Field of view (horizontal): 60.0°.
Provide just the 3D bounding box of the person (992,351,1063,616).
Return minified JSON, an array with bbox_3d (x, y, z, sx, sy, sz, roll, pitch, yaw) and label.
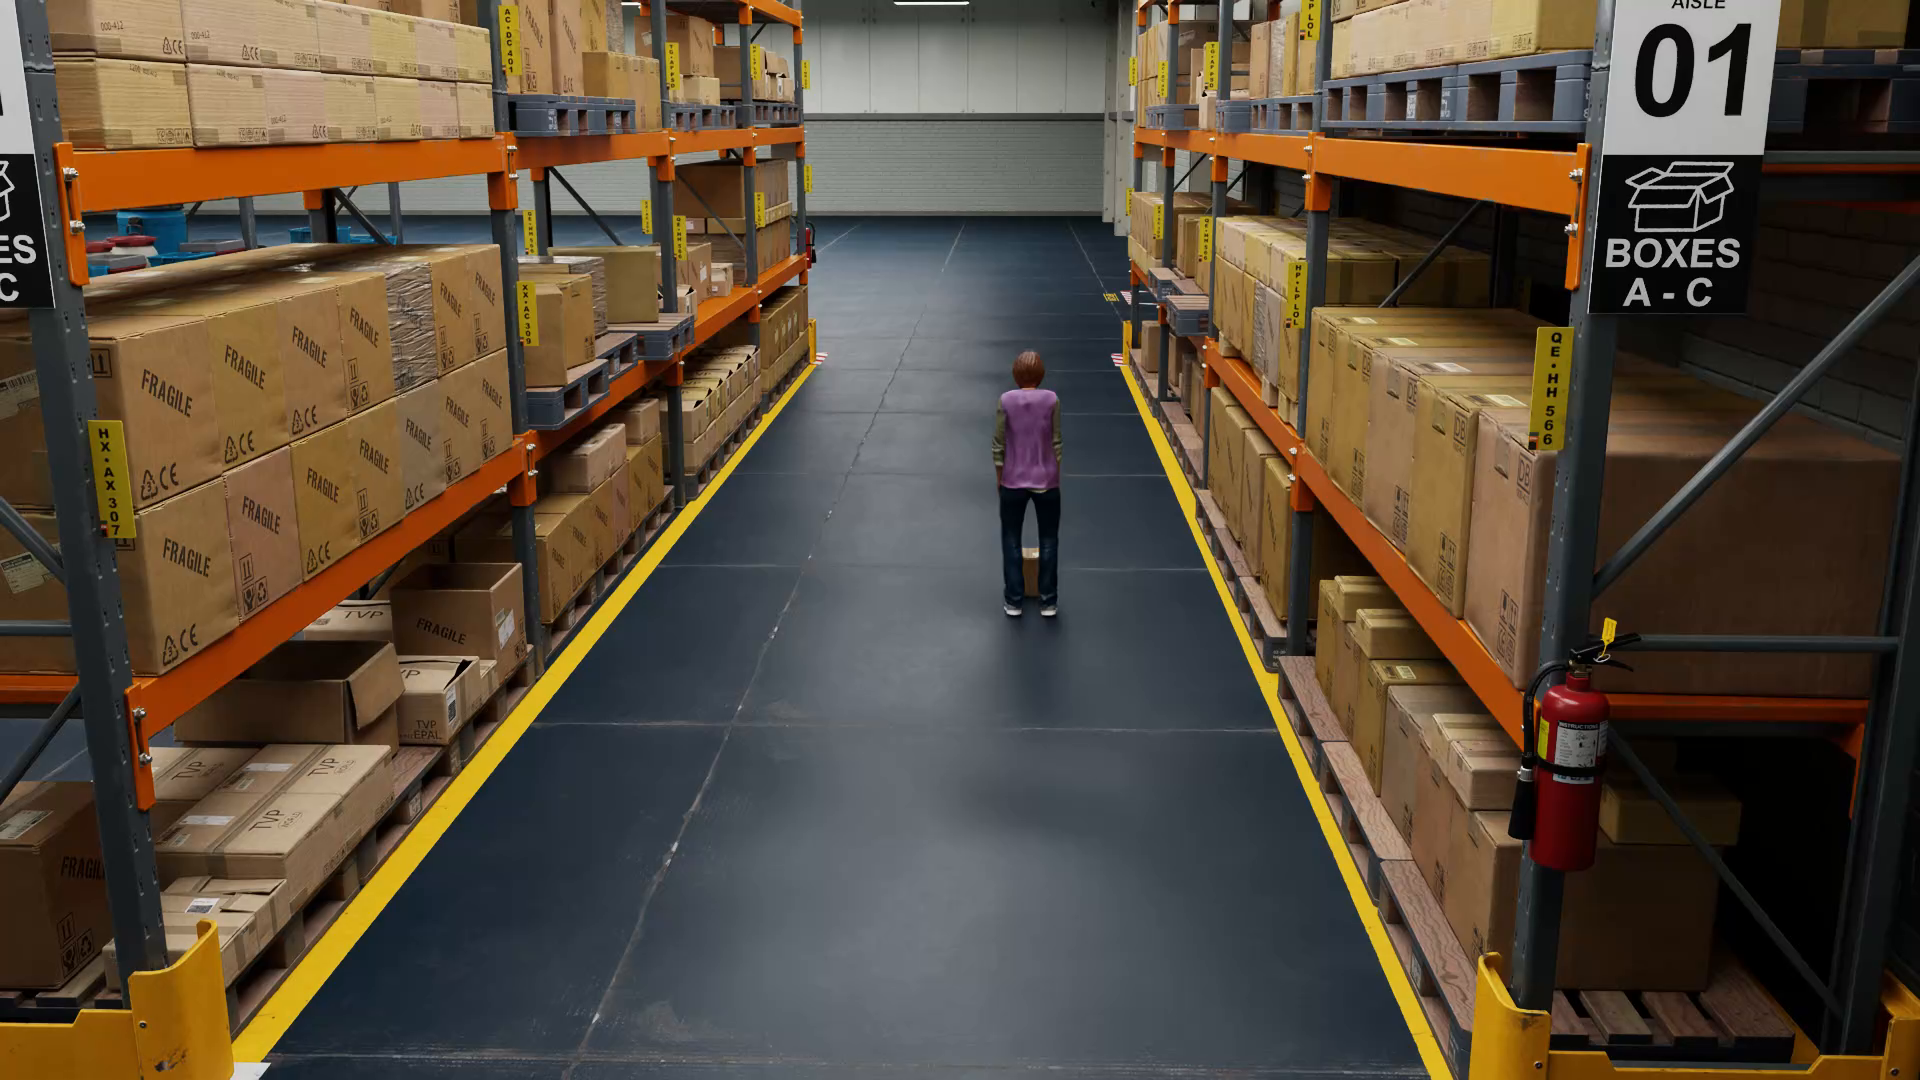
[{"bbox_3d":[0.395,-0.320,9.848,0.417,1.578,0.341,1,14,3],"label":"person"}]
